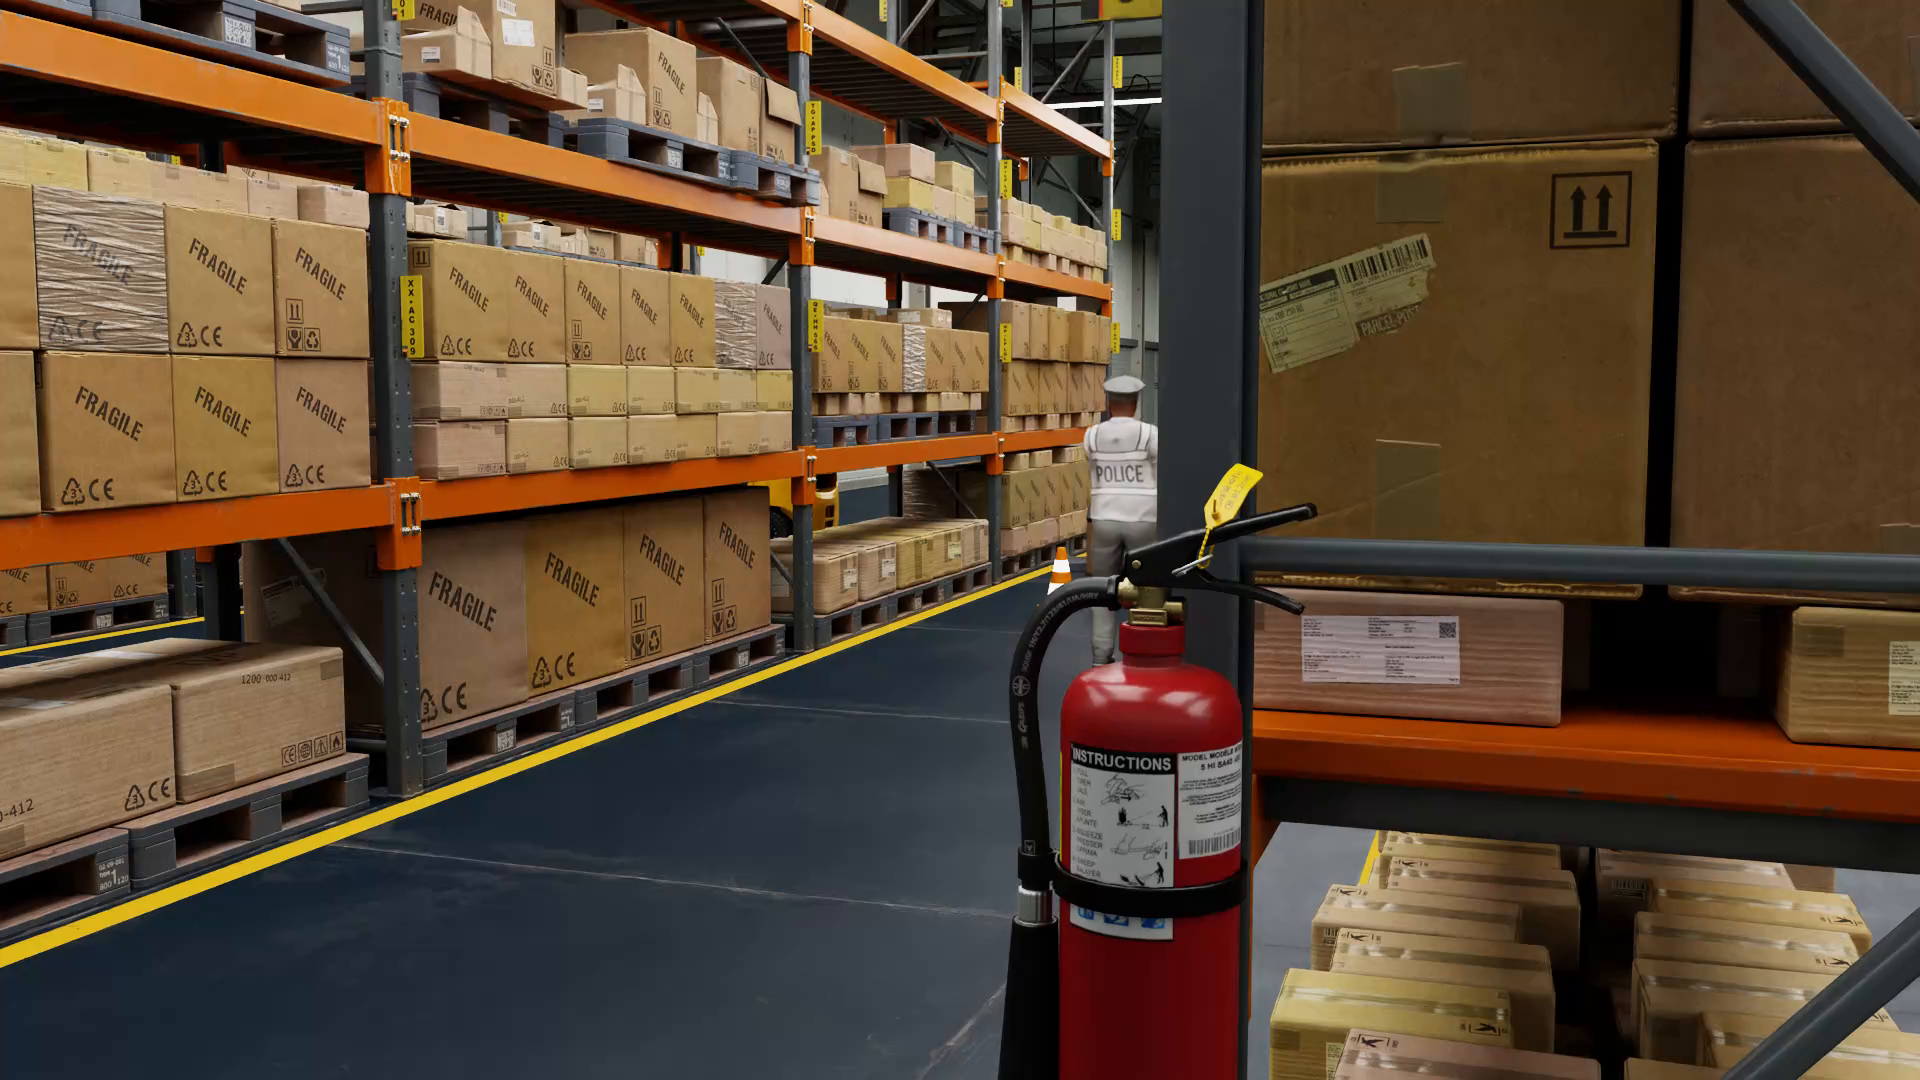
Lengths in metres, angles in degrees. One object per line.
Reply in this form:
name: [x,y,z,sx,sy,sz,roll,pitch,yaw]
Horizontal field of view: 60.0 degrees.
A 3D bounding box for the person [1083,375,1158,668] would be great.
person: [1.004,-0.105,10.045,0.490,1.772,0.564,2,5,18]
